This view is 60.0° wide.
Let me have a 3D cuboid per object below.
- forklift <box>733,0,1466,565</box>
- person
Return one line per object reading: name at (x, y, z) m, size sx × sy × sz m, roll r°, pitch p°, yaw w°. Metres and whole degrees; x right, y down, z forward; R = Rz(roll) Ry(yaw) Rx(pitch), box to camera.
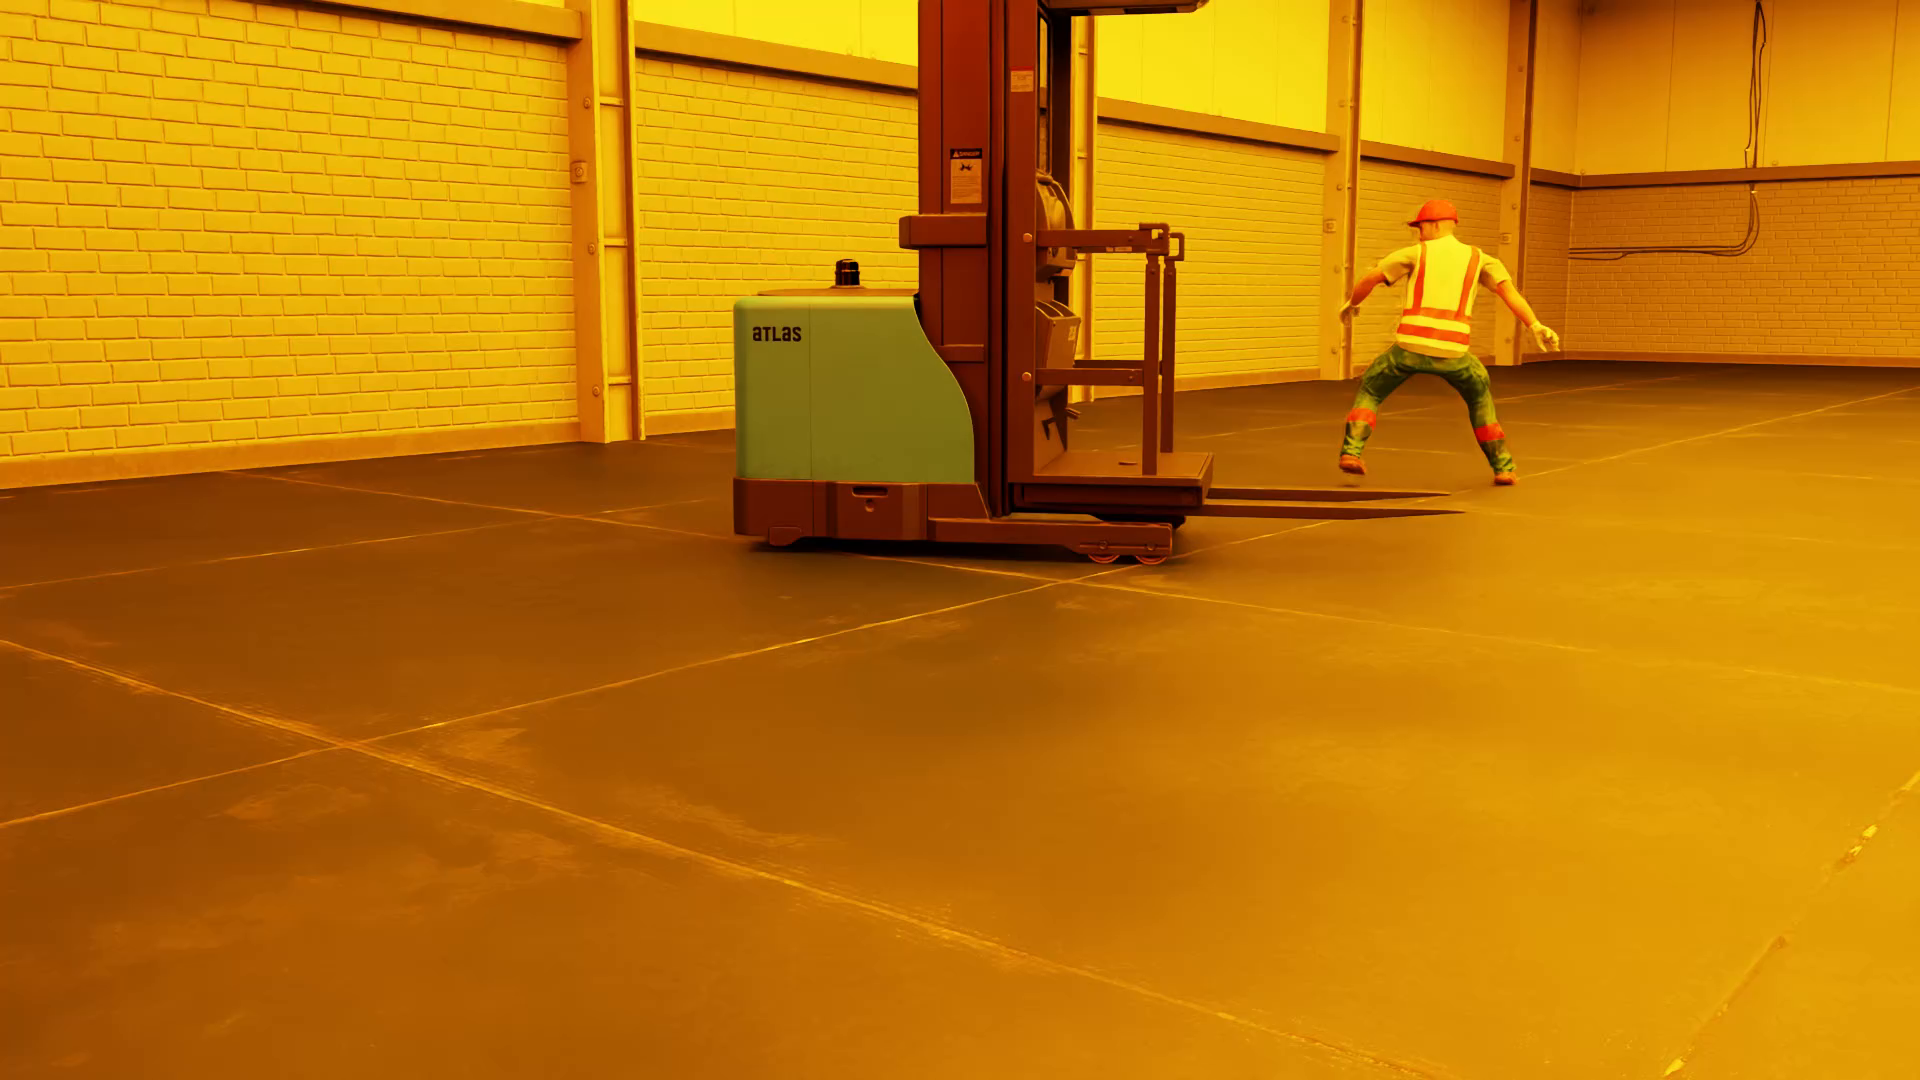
forklift at (0.599, -1.433, 7.077) m, size 3.031 × 2.935 × 1.130 m, roll 2°, pitch 8°, yaw 11°
person at (2.756, -1.074, 9.453) m, size 1.175 × 1.705 × 0.568 m, roll 2°, pitch 9°, yaw 12°
